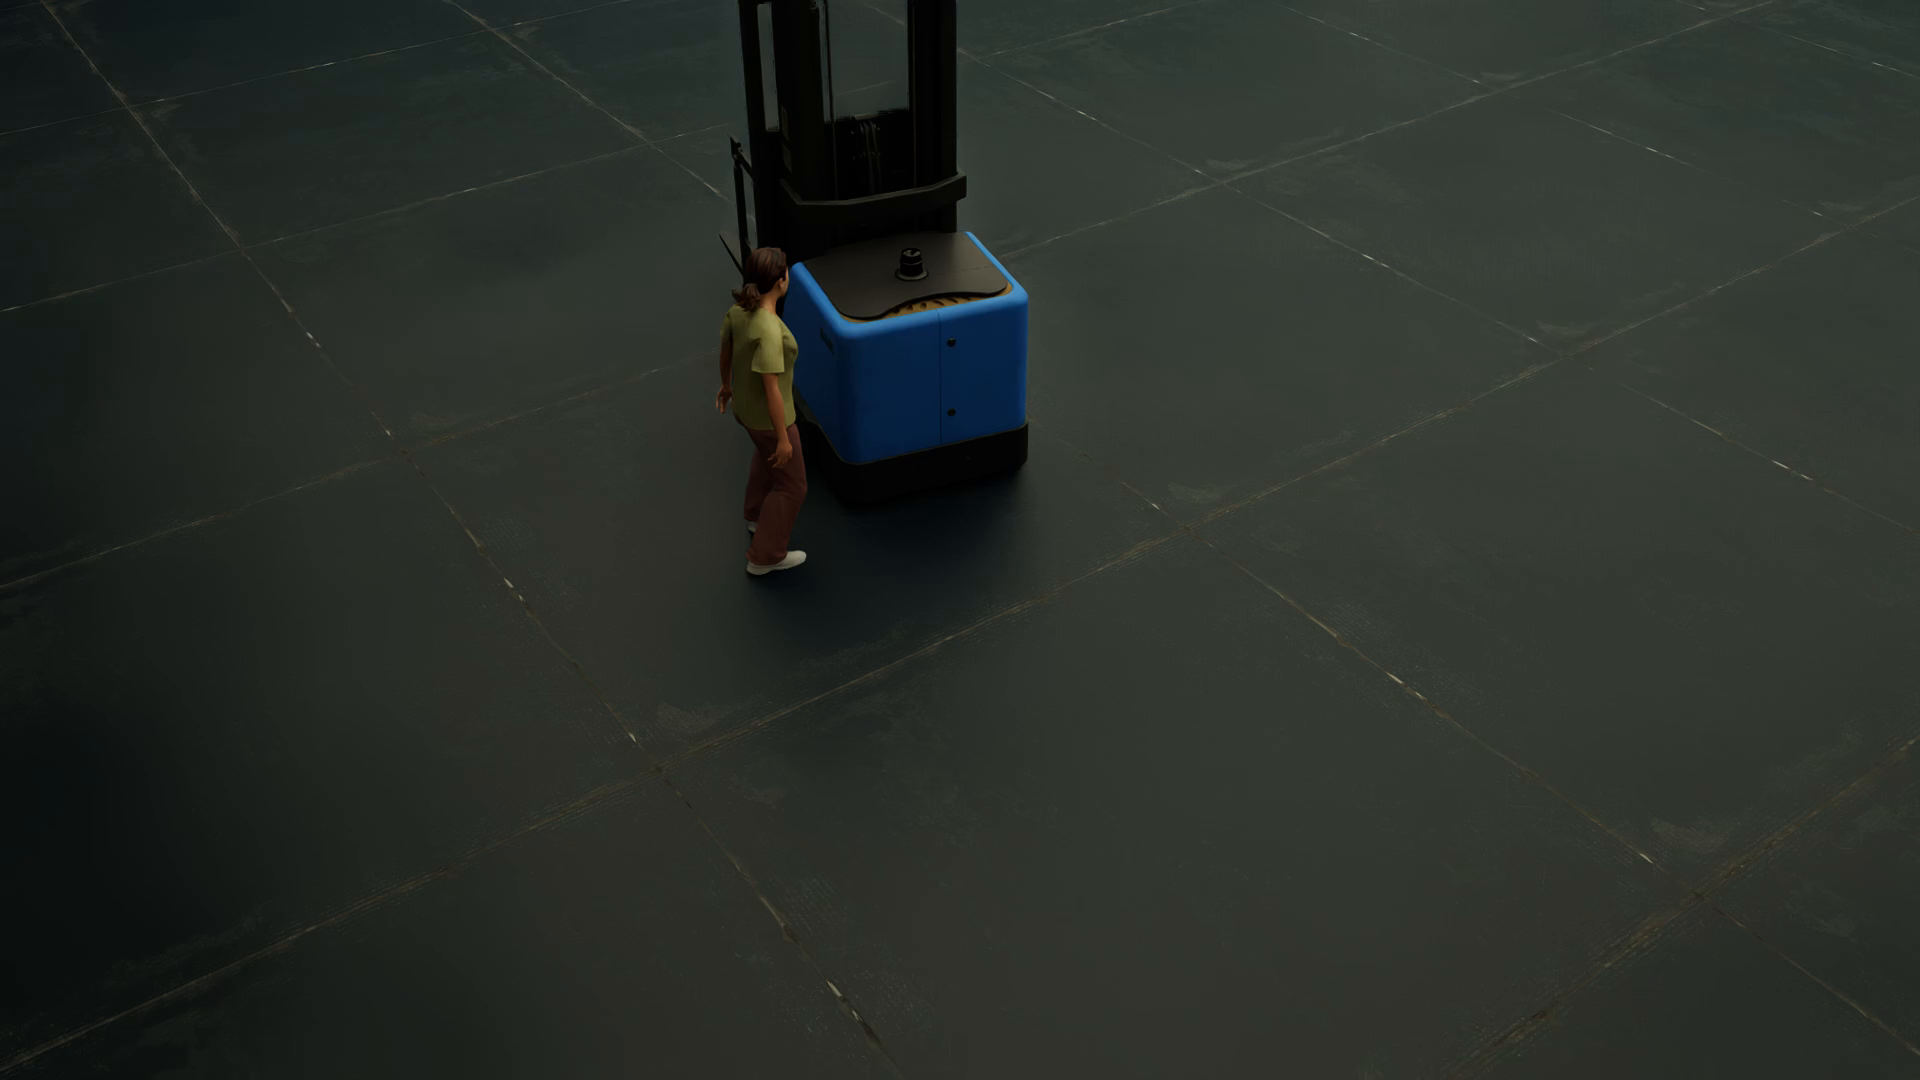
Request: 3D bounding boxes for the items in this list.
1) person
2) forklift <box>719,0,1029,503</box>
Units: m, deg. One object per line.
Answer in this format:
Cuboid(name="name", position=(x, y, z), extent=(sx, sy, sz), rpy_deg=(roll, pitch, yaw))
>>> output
Cuboid(name="person", position=(-0.939, -0.607, 7.867), extent=(0.391, 1.645, 0.801), rpy_deg=(-19, 41, -24))
Cuboid(name="forklift", position=(-0.668, -2.241, 8.976), extent=(1.130, 2.935, 3.031), rpy_deg=(-14, 39, -18))
